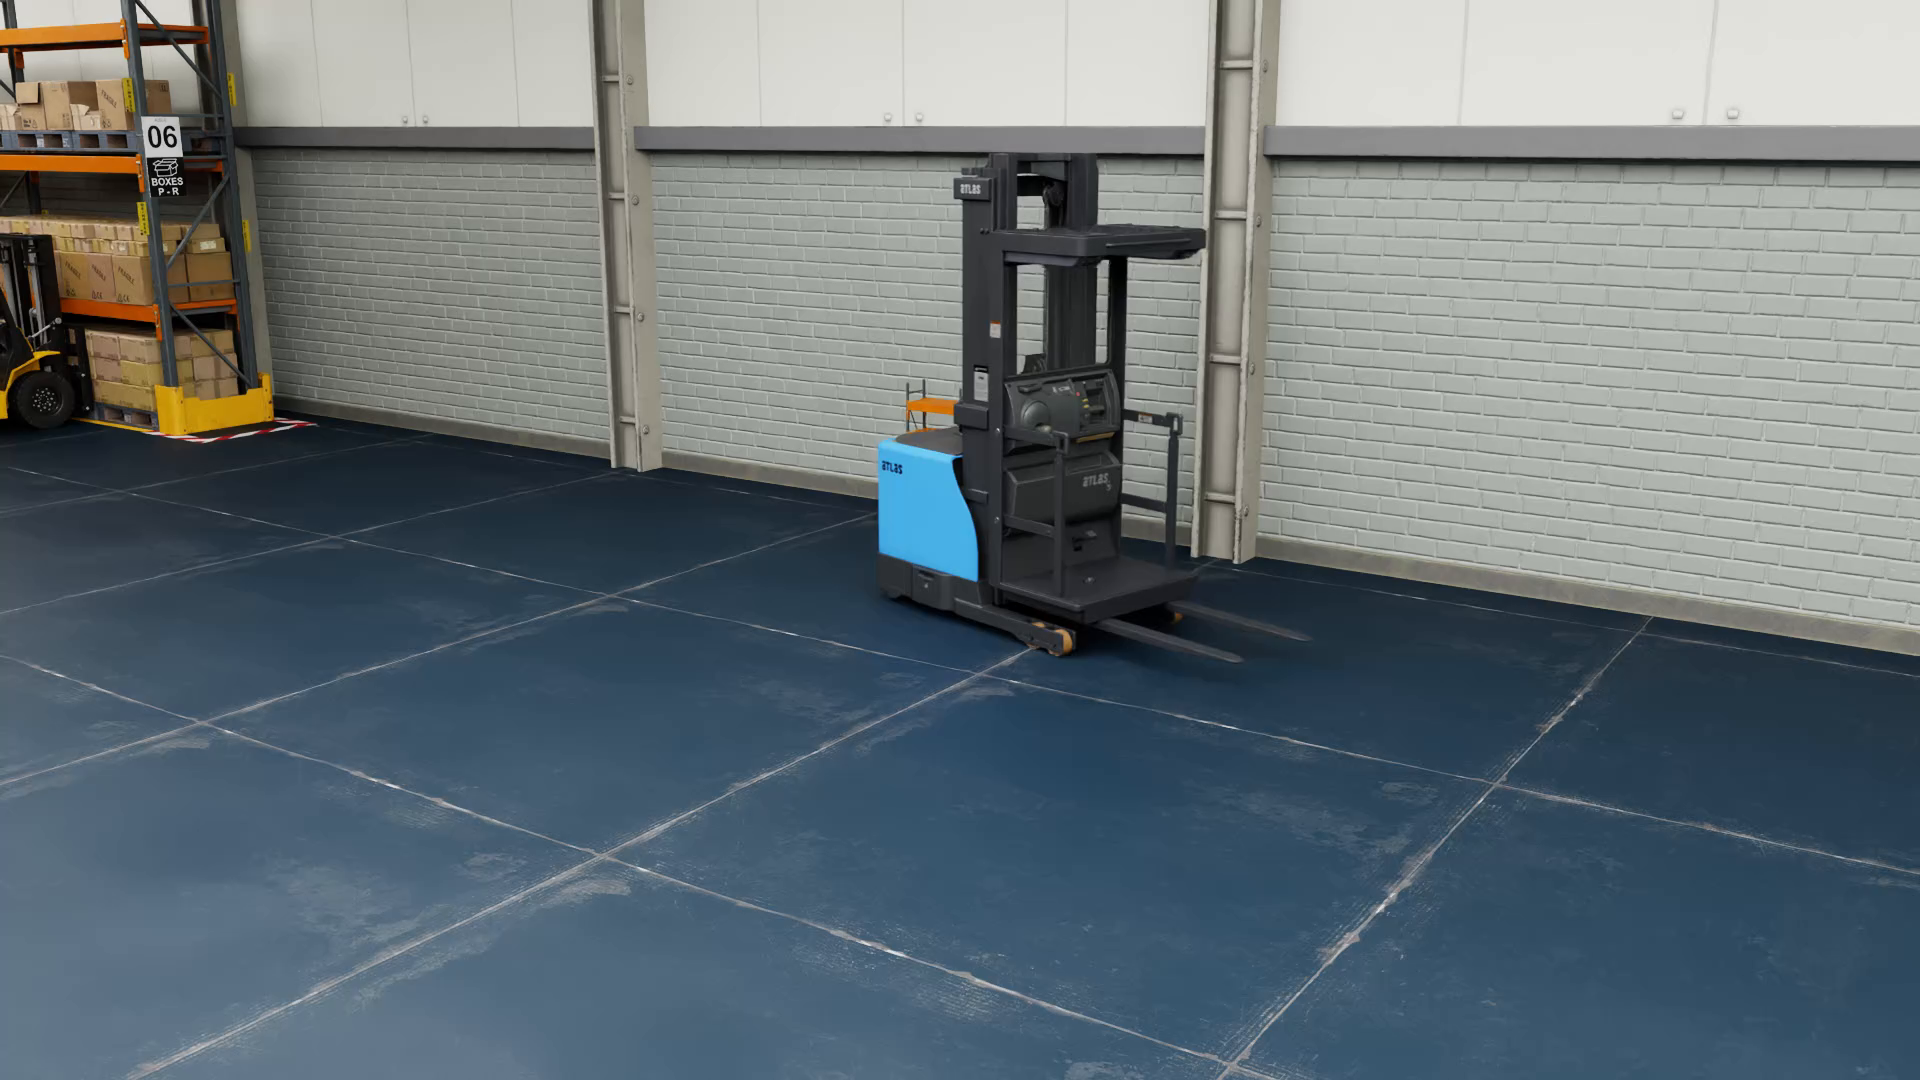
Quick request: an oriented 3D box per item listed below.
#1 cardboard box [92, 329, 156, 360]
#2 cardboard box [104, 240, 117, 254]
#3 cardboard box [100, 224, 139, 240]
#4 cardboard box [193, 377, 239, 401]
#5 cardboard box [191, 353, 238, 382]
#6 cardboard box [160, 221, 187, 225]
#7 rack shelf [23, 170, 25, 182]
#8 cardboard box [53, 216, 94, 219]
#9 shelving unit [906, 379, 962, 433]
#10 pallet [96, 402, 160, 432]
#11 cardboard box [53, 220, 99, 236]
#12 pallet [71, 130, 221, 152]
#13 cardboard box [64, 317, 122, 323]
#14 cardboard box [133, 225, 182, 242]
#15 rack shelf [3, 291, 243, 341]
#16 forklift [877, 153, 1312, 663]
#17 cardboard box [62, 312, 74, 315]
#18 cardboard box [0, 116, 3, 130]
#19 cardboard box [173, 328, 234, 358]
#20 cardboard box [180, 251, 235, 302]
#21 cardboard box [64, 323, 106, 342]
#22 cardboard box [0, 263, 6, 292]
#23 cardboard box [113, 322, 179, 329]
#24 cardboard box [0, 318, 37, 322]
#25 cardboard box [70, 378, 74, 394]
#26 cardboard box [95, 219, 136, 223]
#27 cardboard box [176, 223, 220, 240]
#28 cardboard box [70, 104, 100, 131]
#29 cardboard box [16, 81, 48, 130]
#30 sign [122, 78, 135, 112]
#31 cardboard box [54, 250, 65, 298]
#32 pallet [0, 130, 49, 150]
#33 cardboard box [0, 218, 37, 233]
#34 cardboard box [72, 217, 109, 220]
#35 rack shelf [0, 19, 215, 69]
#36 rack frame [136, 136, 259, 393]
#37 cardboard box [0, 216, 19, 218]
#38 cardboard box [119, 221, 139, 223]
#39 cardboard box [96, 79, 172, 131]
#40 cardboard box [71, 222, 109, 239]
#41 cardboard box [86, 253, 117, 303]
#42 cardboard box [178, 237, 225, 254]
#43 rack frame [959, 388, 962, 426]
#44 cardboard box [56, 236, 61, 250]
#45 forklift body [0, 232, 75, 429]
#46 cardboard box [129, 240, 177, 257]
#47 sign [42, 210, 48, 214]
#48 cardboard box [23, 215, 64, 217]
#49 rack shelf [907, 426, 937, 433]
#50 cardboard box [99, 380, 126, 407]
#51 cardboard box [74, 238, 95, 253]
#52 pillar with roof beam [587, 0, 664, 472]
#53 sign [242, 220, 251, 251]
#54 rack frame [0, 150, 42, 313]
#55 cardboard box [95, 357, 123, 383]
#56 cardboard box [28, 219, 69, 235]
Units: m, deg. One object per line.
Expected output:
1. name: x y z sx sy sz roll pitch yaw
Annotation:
1. cardboard box: -8.910 -2.095 17.812 0.500 0.250 0.500 10 17 34
2. cardboard box: -8.780 -3.103 17.559 0.250 0.149 0.380 10 17 34
3. cardboard box: -8.795 -3.244 17.510 0.250 0.149 0.380 10 17 34
4. cardboard box: -8.225 -1.648 18.086 0.500 0.250 0.500 9 17 33
5. cardboard box: -8.201 -1.890 18.024 0.500 0.250 0.500 10 17 34
6. cardboard box: -8.511 -3.344 17.911 0.250 0.149 0.380 10 17 34
7. rack shelf: -12.905 -4.585 20.359 4.000 0.370 1.077 9 17 33
8. cardboard box: -10.157 -3.640 19.107 0.250 0.149 0.380 9 16 32
9. shelving unit: -0.137 -0.605 12.769 0.503 1.200 0.258 9 17 33
10. pallet: -8.584 -1.415 18.098 1.213 0.211 1.003 9 17 33
11. cardboard box: -9.617 -3.392 18.107 0.250 0.149 0.380 9 17 34
12. pallet: -8.499 -4.187 17.437 1.213 0.211 1.003 9 17 33
13. cardboard box: -9.888 -2.402 19.051 0.500 0.250 0.500 9 17 33
14. cardboard box: -8.341 -3.188 17.281 0.250 0.149 0.380 9 17 33
15. rack shelf: -9.586 -2.593 18.552 4.000 0.370 1.077 9 17 33
16. forklift: 0.786 -0.857 10.188 1.130 2.935 3.031 -12 18 -40
17. cardboard box: -10.729 -2.537 19.598 0.500 0.250 0.500 10 17 34
18. cardboard box: -10.405 -4.573 18.253 0.250 0.149 0.380 10 17 34
19. cardboard box: -8.220 -2.131 17.955 0.500 0.250 0.500 9 16 32
20. cardboard box: -8.182 -2.844 17.863 0.500 0.500 0.500 10 17 35
21. cardboard box: -9.750 -2.230 18.358 0.500 0.250 0.500 9 16 32
22. cardboard box: -10.582 -3.081 18.818 0.500 0.500 0.500 10 17 34
23. cardboard box: -9.045 -2.266 18.502 0.500 0.250 0.500 9 17 32
24. cardboard box: -10.601 -2.367 18.909 0.500 0.250 0.500 9 17 33
25. cardboard box: -9.754 -1.746 18.481 0.500 0.250 0.500 10 17 35
26. cardboard box: -9.353 -3.482 18.472 0.250 0.149 0.380 9 17 33
27. cardboard box: -8.086 -3.269 17.611 0.250 0.149 0.380 9 16 32
28. cardboard box: -8.994 -4.402 17.317 0.258 0.266 0.396 9 17 33
29. cardboard box: -9.688 -4.687 17.974 0.637 0.503 0.797 10 17 35
30. sign: -8.241 -4.415 16.496 0.005 0.325 0.100 9 17 33
31. cardboard box: -9.755 -2.941 18.255 0.500 0.500 0.500 9 17 33
32. pallet: -10.523 -4.514 18.758 1.213 0.211 1.003 9 17 33
33. cardboard box: -10.506 -3.512 18.590 0.250 0.149 0.380 10 17 34
34. cardboard box: -9.767 -3.557 18.774 0.250 0.149 0.380 9 16 32
35. rack shelf: -9.586 -5.311 17.880 4.000 0.370 1.077 9 17 33
36. rack frame: -7.926 -2.674 17.382 0.127 3.000 1.000 9 17 33
37. cardboard box: -10.869 -3.603 18.957 0.250 0.149 0.380 9 17 34
38. cardboard box: -8.941 -3.410 18.180 0.250 0.149 0.380 10 17 35
39. cardboard box: -8.430 -4.442 16.991 0.500 0.500 0.500 10 17 35
40. cardboard box: -9.239 -3.305 17.756 0.250 0.149 0.380 10 17 34
41. cardboard box: -8.907 -2.808 17.714 0.500 0.500 0.500 10 17 35
42. cardboard box: -8.063 -3.135 17.685 0.250 0.149 0.380 9 16 31
43. rack frame: 0.065 -0.572 12.636 0.015 1.200 0.240 9 17 33
44. cardboard box: -9.605 -3.247 18.138 0.250 0.149 0.380 9 17 32
45. forklift body: -10.518 -2.152 17.042 1.214 2.155 2.313 9 17 33
46. cardboard box: -8.370 -3.028 17.255 0.250 0.149 0.380 9 17 34
47. sign: -10.937 -3.780 19.884 0.005 0.325 0.100 9 17 33
48. cardboard box: -10.627 -3.694 19.325 0.250 0.149 0.380 9 16 31
49. rack shelf: -0.137 -0.756 12.731 0.480 0.148 0.258 9 17 33
50. cardboard box: -8.900 -1.612 17.940 0.500 0.250 0.500 9 17 33
51. cardboard box: -9.227 -3.165 17.809 0.250 0.149 0.380 9 16 31
52. pillar with roof beam: -5.425 -4.196 11.047 0.400 9.000 9.100 9 17 33
53. sign: -7.612 -3.242 17.713 0.005 0.325 0.100 9 17 33
54. rack frame: -11.245 -3.210 19.549 0.127 3.000 1.000 9 17 33
55. cardboard box: -8.915 -1.858 17.895 0.500 0.250 0.500 9 17 32
56. cardboard box: -10.033 -3.459 18.378 0.250 0.149 0.380 9 17 33
